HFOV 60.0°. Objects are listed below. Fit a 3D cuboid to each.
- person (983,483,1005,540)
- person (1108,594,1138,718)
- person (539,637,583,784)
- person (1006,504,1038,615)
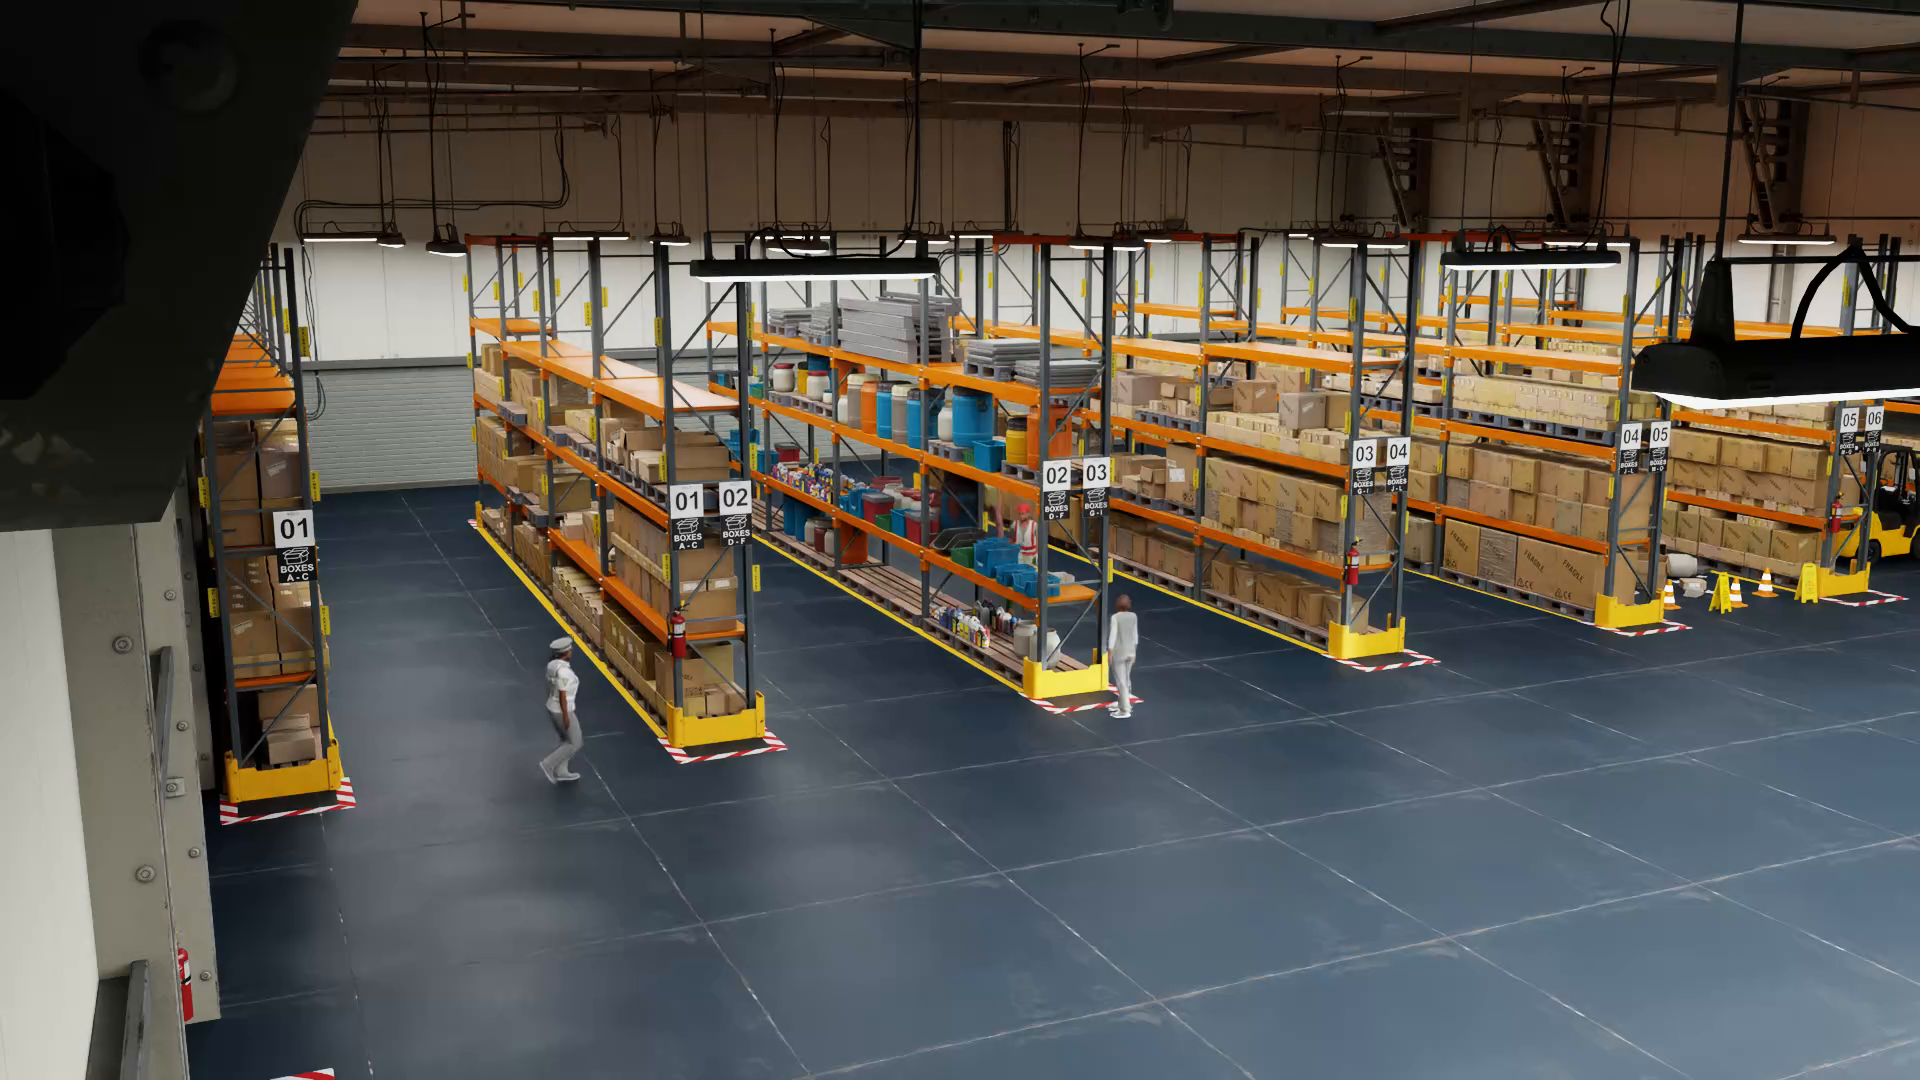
[{"bbox_3d":[0.630,-0.669,32.232,0.516,1.593,1.023,-5,12,-22],"label":"person"},{"bbox_3d":[2.050,1.473,21.341,0.440,1.608,0.503,-8,13,-35],"label":"person"},{"bbox_3d":[-4.516,1.927,18.689,0.485,1.669,0.462,-4,12,-19],"label":"person"},{"bbox_3d":[1.023,0.310,26.812,0.593,1.801,0.541,1,11,7],"label":"person"}]
